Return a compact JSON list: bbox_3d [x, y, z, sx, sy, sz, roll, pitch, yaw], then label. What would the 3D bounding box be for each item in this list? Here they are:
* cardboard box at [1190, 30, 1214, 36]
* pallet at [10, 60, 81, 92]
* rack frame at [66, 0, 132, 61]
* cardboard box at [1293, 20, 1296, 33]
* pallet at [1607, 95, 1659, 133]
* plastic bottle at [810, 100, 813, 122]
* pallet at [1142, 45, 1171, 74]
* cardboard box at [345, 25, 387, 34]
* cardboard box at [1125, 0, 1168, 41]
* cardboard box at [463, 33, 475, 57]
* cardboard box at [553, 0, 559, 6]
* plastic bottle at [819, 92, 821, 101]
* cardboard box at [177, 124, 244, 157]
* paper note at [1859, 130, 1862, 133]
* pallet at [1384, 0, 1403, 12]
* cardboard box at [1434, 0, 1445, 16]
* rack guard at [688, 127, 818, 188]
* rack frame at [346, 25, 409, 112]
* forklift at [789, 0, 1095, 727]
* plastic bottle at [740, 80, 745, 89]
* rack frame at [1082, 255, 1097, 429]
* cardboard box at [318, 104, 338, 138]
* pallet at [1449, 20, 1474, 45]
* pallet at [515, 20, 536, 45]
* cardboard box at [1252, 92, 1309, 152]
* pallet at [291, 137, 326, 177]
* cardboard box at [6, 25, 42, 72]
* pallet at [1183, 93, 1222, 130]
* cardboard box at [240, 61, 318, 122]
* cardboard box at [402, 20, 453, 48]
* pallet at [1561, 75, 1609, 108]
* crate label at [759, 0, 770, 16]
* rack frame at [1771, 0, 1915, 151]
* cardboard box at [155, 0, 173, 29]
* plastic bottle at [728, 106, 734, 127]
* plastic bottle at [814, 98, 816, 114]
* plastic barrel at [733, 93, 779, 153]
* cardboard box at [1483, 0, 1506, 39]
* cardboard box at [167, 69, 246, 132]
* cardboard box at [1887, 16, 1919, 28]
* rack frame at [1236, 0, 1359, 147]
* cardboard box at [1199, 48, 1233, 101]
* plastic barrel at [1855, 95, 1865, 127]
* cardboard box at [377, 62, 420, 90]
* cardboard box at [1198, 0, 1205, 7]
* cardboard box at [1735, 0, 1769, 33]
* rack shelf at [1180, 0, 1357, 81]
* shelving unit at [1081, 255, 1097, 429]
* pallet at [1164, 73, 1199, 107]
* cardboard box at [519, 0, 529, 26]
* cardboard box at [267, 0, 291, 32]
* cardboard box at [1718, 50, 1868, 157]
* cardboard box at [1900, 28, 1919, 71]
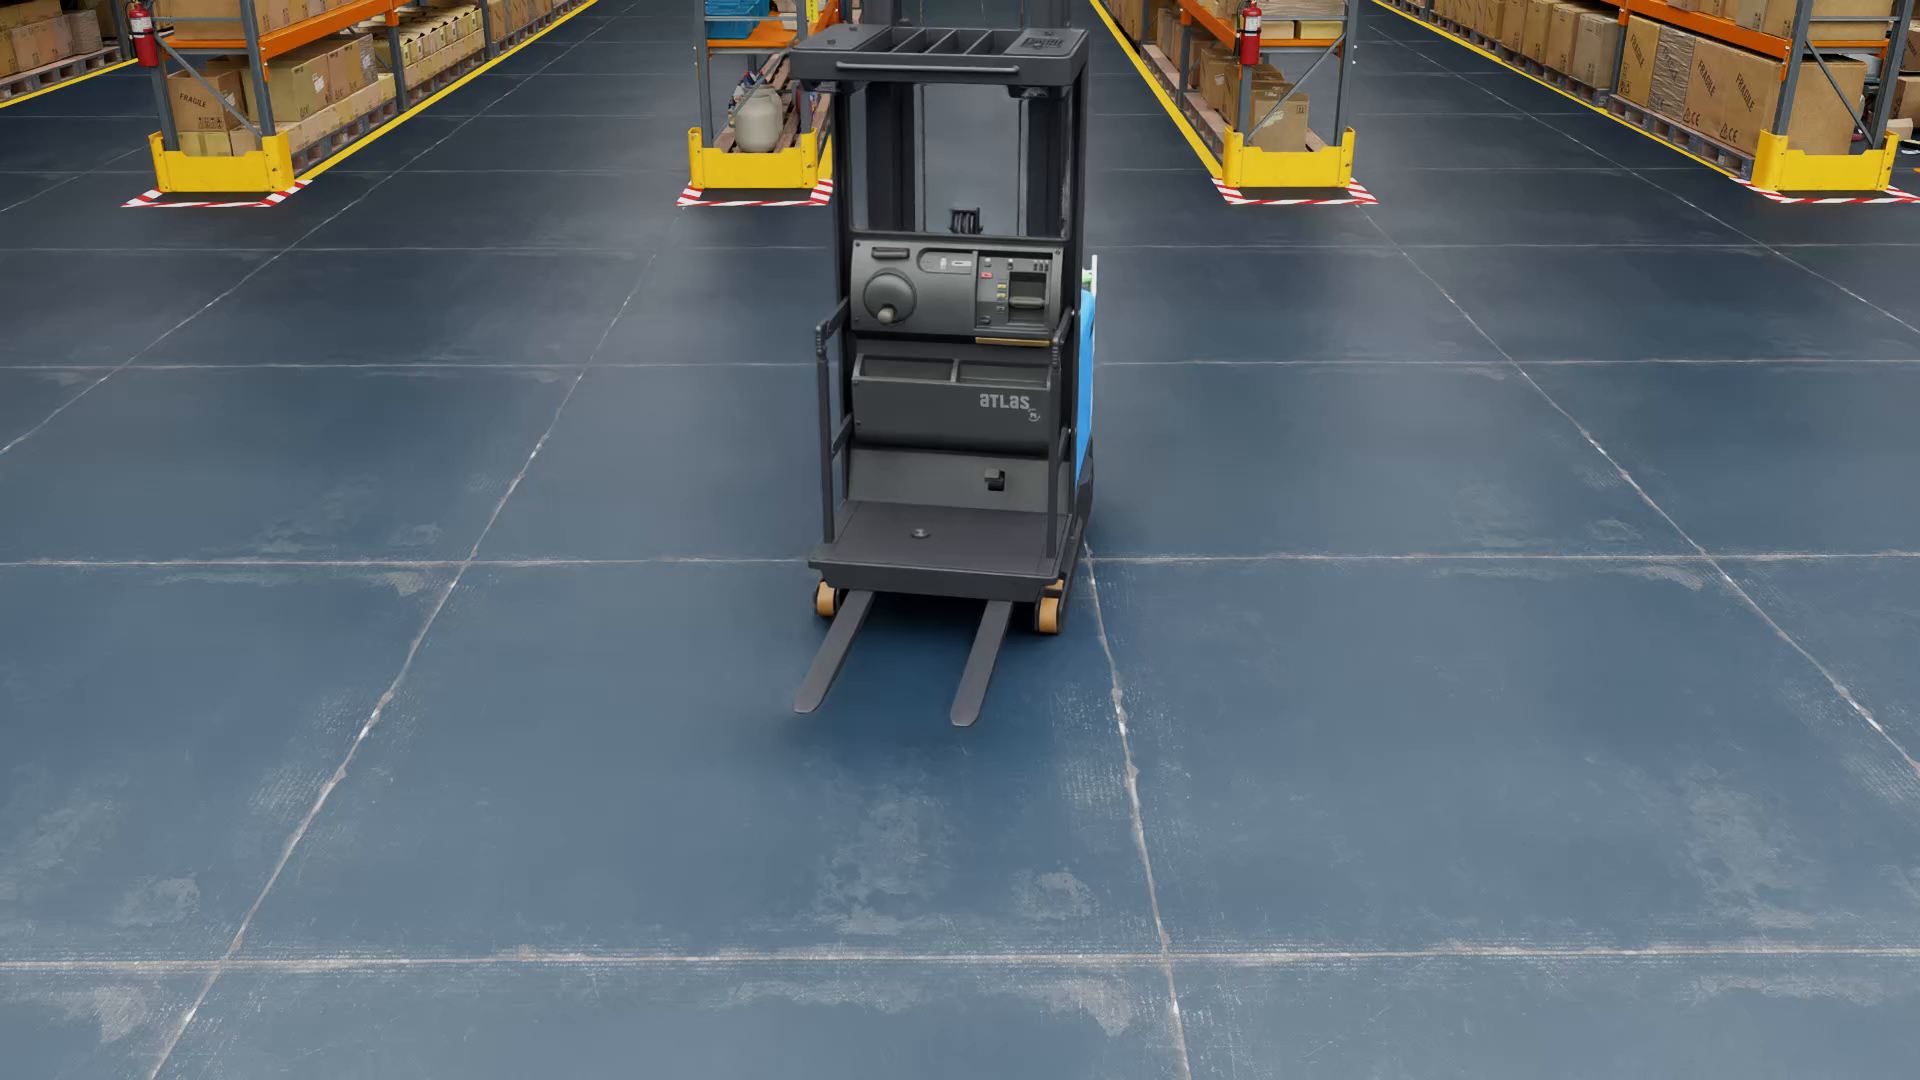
[{"bbox_3d":[3.059,-5.866,20.079,0.700,0.500,0.500,0,24,-1],"label":"cardboard box"},{"bbox_3d":[-11.855,-5.842,20.911,1.003,0.211,1.213,0,24,-1],"label":"pallet"},{"bbox_3d":[-11.873,-7.936,22.157,1.000,3.000,0.127,0,24,-1],"label":"rack frame"},{"bbox_3d":[3.326,-4.814,15.558,0.380,0.149,0.250,0,24,-1],"label":"cardboard box"},{"bbox_3d":[7.921,-4.751,18.499,1.003,0.211,1.213,0,24,-1],"label":"pallet"},{"bbox_3d":[-1.571,-4.489,17.297,0.061,0.283,0.133,0,24,0],"label":"plastic bottle"},{"bbox_3d":[2.994,-6.410,22.167,1.003,0.211,1.213,0,24,-1],"label":"pallet"},{"bbox_3d":[-7.182,-6.091,20.225,0.500,0.311,0.500,0,24,-1],"label":"cardboard box"},{"bbox_3d":[3.000,-7.511,23.285,1.225,0.875,0.875,-1,24,-3],"label":"cardboard box"},{"bbox_3d":[-6.660,-6.470,21.743,0.500,0.250,0.500,-1,24,-1],"label":"cardboard box"},{"bbox_3d":[-6.751,-8.757,26.702,0.500,0.311,0.500,0,24,-1],"label":"cardboard box"},{"bbox_3d":[-1.627,-5.062,18.483,0.144,0.351,0.185,-1,24,-2],"label":"plastic bottle"},{"bbox_3d":[-7.133,-3.822,15.887,0.500,0.250,0.500,0,24,-1],"label":"cardboard box"},{"bbox_3d":[9.836,-4.428,18.012,0.172,0.023,0.155,8,26,18],"label":"paper note"},{"bbox_3d":[7.845,-9.142,28.207,1.003,0.211,1.213,0,24,-1],"label":"pallet"},{"bbox_3d":[7.647,-8.379,25.659,0.500,0.500,0.500,1,24,1],"label":"cardboard box"},{"bbox_3d":[-1.927,-3.576,15.551,1.175,0.500,0.348,0,24,-1],"label":"rack guard"},{"bbox_3d":[-6.876,-6.312,18.565,1.000,3.000,0.127,0,24,-1],"label":"rack frame"},{"bbox_3d":[-0.050,-1.078,7.077,1.130,2.935,3.031,4,25,9],"label":"forklift"},{"bbox_3d":[-2.322,-4.738,17.768,0.144,0.351,0.185,0,24,-1],"label":"plastic bottle"},{"bbox_3d":[0.591,-0.909,8.804,0.240,1.200,0.015,-7,25,-16],"label":"rack frame"},{"bbox_3d":[-6.629,-4.236,16.803,0.500,0.250,0.500,0,24,-1],"label":"cardboard box"},{"bbox_3d":[7.930,-7.537,24.657,1.003,0.211,1.213,0,24,-1],"label":"pallet"},{"bbox_3d":[-6.900,-7.499,24.574,1.003,0.211,1.213,0,24,-1],"label":"pallet"},{"bbox_3d":[3.084,-4.016,16.014,0.500,0.500,0.500,4,25,9],"label":"cardboard box"},{"bbox_3d":[-6.882,-3.708,16.192,1.003,0.211,1.213,0,24,-1],"label":"pallet"},{"bbox_3d":[-11.875,-6.076,20.543,0.700,0.500,0.500,0,24,0],"label":"cardboard box"},{"bbox_3d":[3.073,-4.808,18.624,1.003,0.211,1.213,0,24,-1],"label":"pallet"},{"bbox_3d":[-6.623,-4.372,16.193,0.500,0.500,0.500,0,24,-1],"label":"cardboard box"},{"bbox_3d":[-6.649,-6.311,20.710,0.500,0.311,0.500,0,24,1],"label":"cardboard box"},{"bbox_3d":[7.907,-5.382,19.895,1.003,0.211,1.213,0,24,-1],"label":"pallet"},{"bbox_3d":[-2.169,-5.457,16.634,0.502,0.435,0.616,0,24,-1],"label":"crate label"},{"bbox_3d":[8.035,-4.687,14.973,1.000,3.000,0.127,0,24,-1],"label":"rack frame"},{"bbox_3d":[-11.753,-7.813,23.983,0.750,0.750,0.750,0,24,-1],"label":"cardboard box"},{"bbox_3d":[-2.337,-4.364,17.122,0.097,0.201,0.097,0,24,0],"label":"plastic bottle"},{"bbox_3d":[-1.595,-4.666,17.789,0.097,0.201,0.097,0,24,0],"label":"plastic bottle"},{"bbox_3d":[-1.962,-4.013,15.992,0.421,0.512,0.421,0,24,0],"label":"plastic barrel"},{"bbox_3d":[7.679,-7.306,23.288,0.500,0.500,0.500,0,24,-1],"label":"cardboard box"},{"bbox_3d":[-7.135,-4.163,15.732,0.500,0.500,0.500,0,24,-1],"label":"cardboard box"},{"bbox_3d":[12.892,-6.809,22.343,0.950,0.372,0.625,-2,24,-4],"label":"cardboard box"},{"bbox_3d":[3.074,-4.706,15.016,1.000,3.000,0.127,0,24,-1],"label":"rack frame"},{"bbox_3d":[2.995,-5.242,18.724,0.500,0.500,0.500,-1,24,-2],"label":"cardboard box"},{"bbox_3d":[9.537,-4.701,18.130,0.512,0.421,0.421,19,30,35],"label":"plastic barrel"},{"bbox_3d":[-6.632,-5.417,19.415,0.500,0.250,0.500,-1,24,-2],"label":"cardboard box"},{"bbox_3d":[2.726,-5.738,17.602,0.380,0.149,0.250,0,24,-1],"label":"cardboard box"},{"bbox_3d":[7.957,-5.135,15.781,0.875,0.550,0.550,0,24,-1],"label":"cardboard box"},{"bbox_3d":[3.052,-5.203,16.987,1.077,0.370,4.000,0,24,-1],"label":"rack shelf"},{"bbox_3d":[0.517,-1.005,9.016,0.258,1.200,0.503,-7,25,-16],"label":"shelving unit"},{"bbox_3d":[3.020,-5.405,19.944,1.003,0.211,1.213,0,24,-1],"label":"pallet"},{"bbox_3d":[-6.661,-7.848,24.461,0.500,0.500,0.500,-1,24,-2],"label":"cardboard box"},{"bbox_3d":[-6.835,-5.118,15.804,0.700,0.500,0.500,0,24,1],"label":"cardboard box"},{"bbox_3d":[7.961,-4.189,15.942,0.875,0.875,0.875,0,24,0],"label":"cardboard box"},{"bbox_3d":[11.160,-5.585,19.073,0.500,0.500,0.500,0,24,-1],"label":"cardboard box"}]
